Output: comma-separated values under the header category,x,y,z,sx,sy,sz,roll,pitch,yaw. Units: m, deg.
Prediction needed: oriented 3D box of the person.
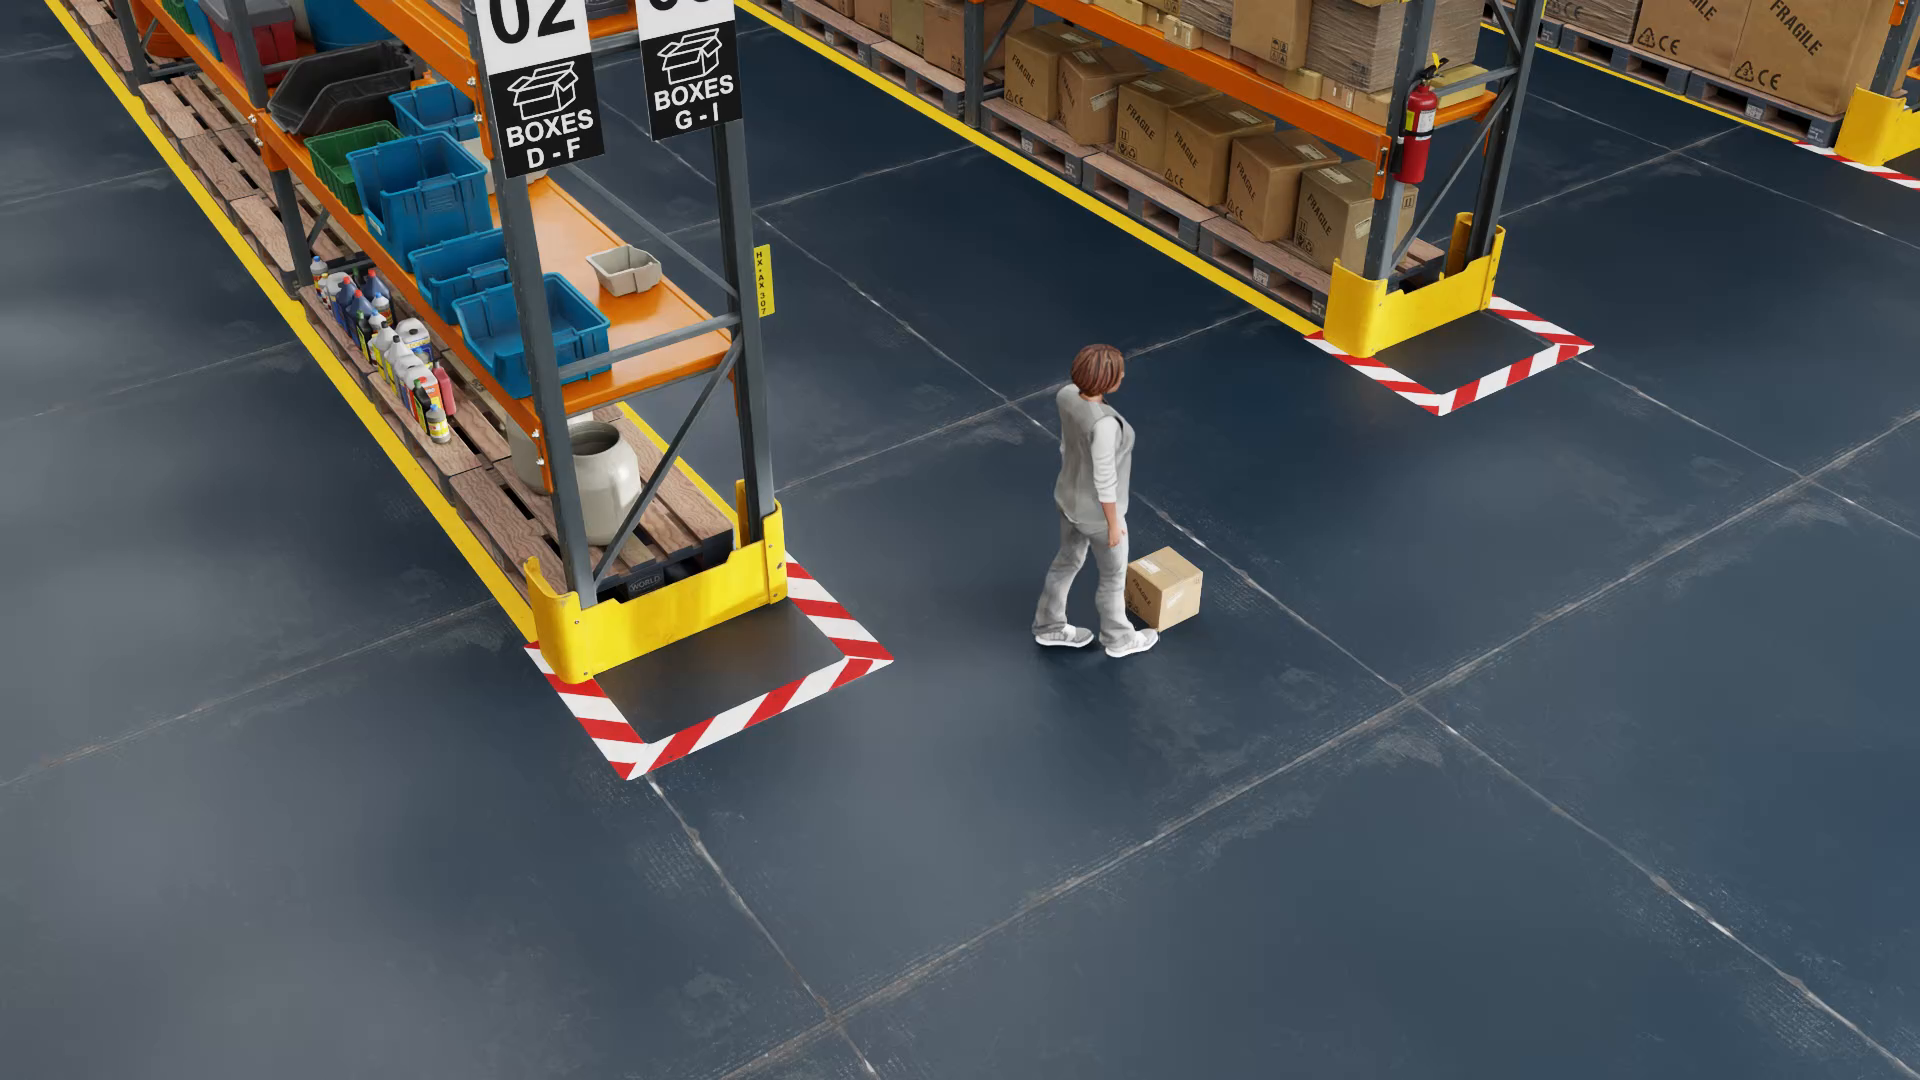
category,x,y,z,sx,sy,sz,roll,pitch,yaw
person,0.620,-0.165,7.215,0.555,1.595,0.422,-15,39,-19
